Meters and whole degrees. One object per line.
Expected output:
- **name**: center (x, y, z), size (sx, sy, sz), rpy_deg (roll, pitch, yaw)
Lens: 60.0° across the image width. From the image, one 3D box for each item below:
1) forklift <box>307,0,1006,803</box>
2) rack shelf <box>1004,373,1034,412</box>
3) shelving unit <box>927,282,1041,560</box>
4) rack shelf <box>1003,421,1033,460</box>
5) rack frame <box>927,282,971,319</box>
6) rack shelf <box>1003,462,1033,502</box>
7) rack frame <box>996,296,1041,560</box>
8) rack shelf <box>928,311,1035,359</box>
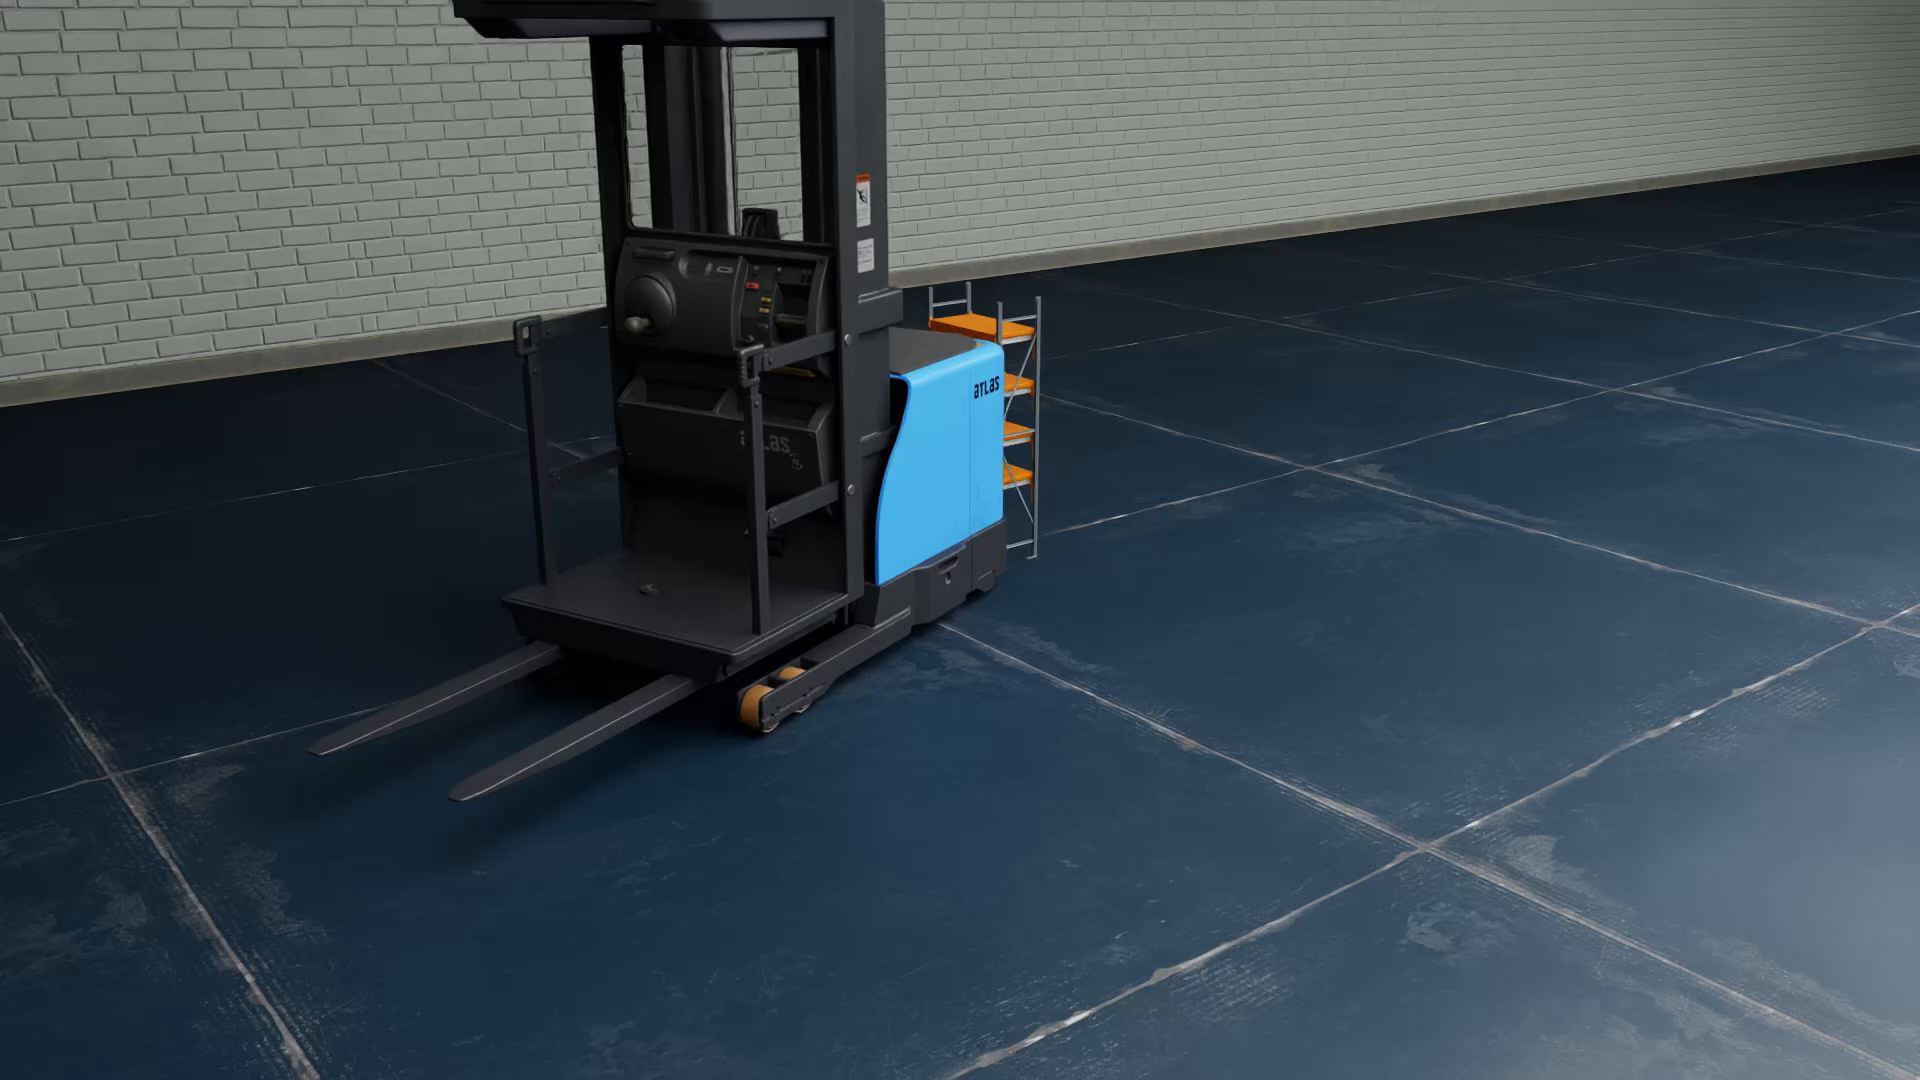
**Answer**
- **forklift**: center (-0.979, -0.881, 5.859), size (1.130, 2.935, 3.031), rpy_deg (10, 21, 29)
- **rack shelf**: center (0.103, -0.677, 7.502), size (0.258, 0.148, 0.480), rpy_deg (-14, 23, -36)
- **shelving unit**: center (0.103, -0.529, 7.551), size (0.258, 1.200, 0.503), rpy_deg (-14, 23, -36)
- **rack shelf**: center (0.103, -0.465, 7.572), size (0.258, 0.148, 0.480), rpy_deg (-14, 23, -36)
- **rack frame**: center (-0.049, -0.589, 7.732), size (0.240, 1.200, 0.015), rpy_deg (-14, 23, -36)
- **rack shelf**: center (0.103, -0.276, 7.634), size (0.258, 0.148, 0.480), rpy_deg (-14, 23, -36)
- **rack frame**: center (0.254, -0.469, 7.369), size (0.240, 1.200, 0.015), rpy_deg (-14, 23, -36)
- **rack shelf**: center (0.103, -0.902, 7.427), size (0.258, 0.148, 0.480), rpy_deg (-14, 23, -36)
